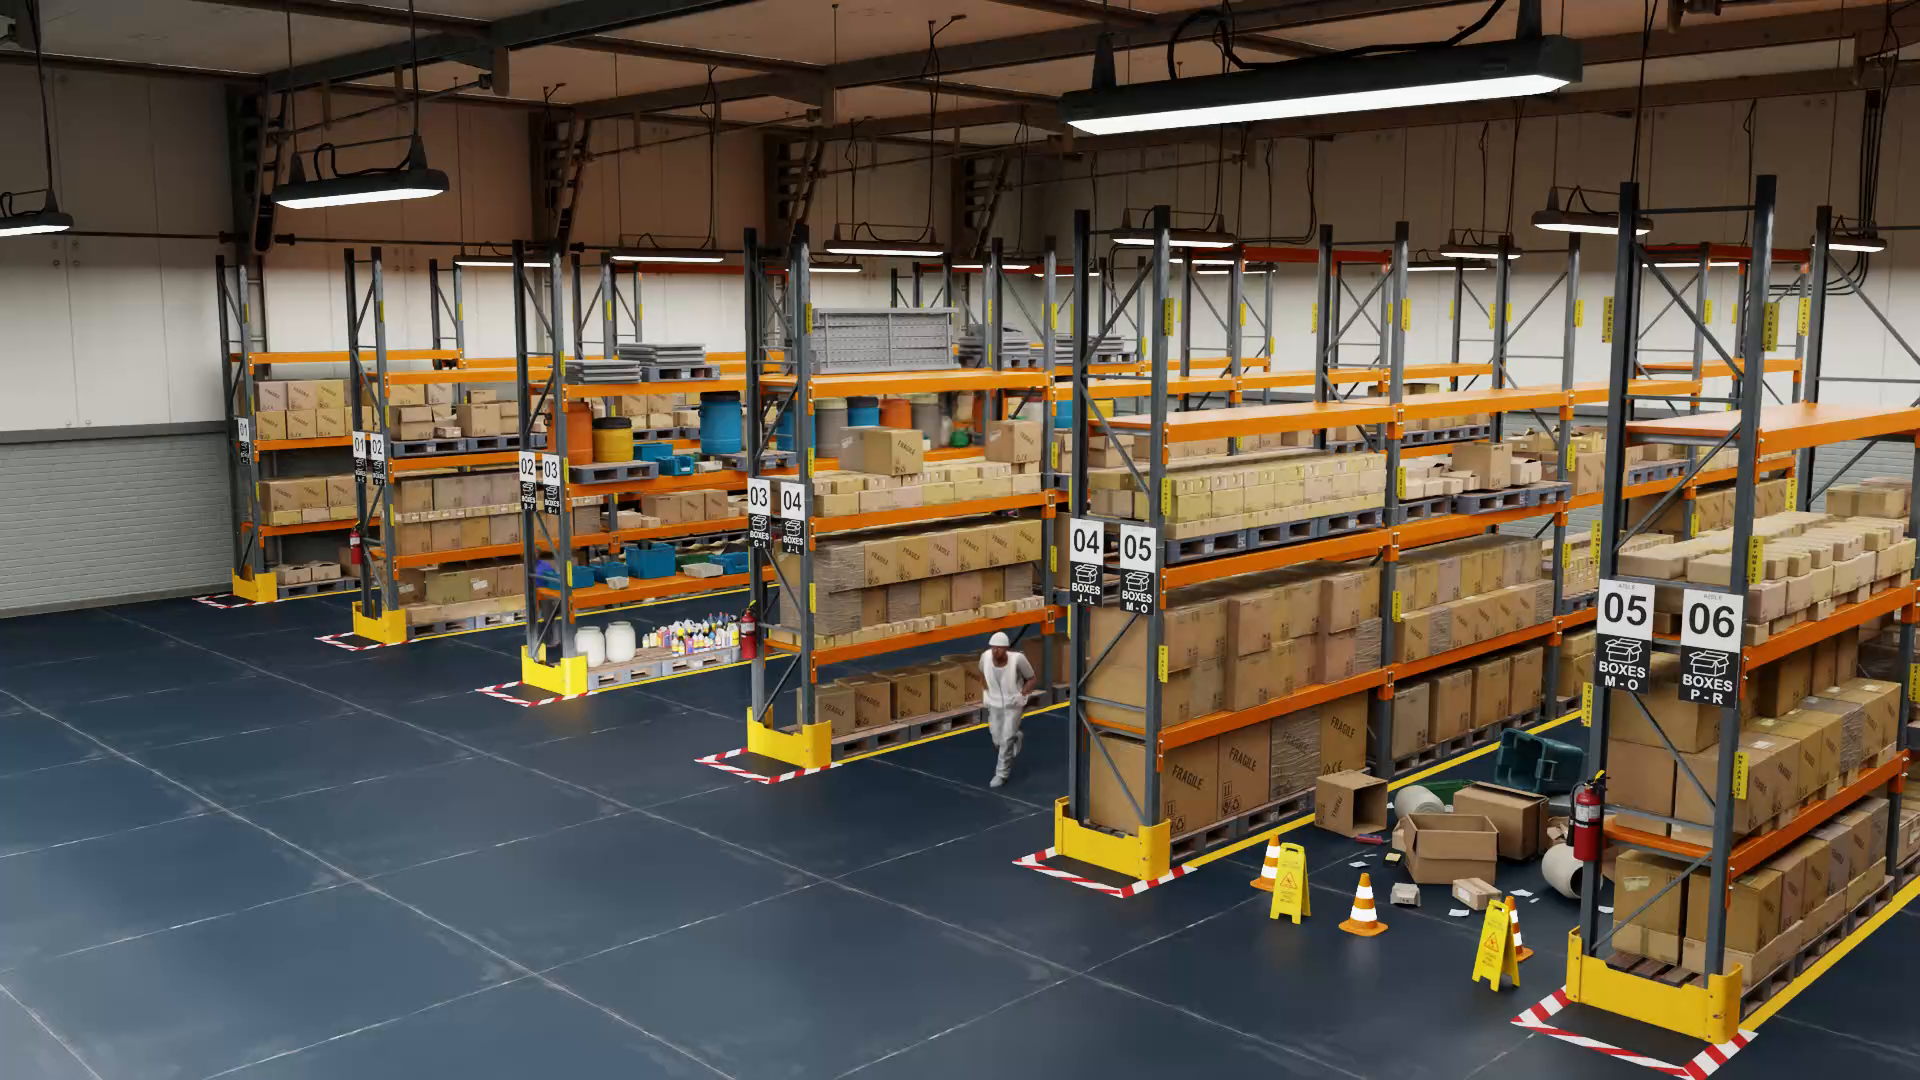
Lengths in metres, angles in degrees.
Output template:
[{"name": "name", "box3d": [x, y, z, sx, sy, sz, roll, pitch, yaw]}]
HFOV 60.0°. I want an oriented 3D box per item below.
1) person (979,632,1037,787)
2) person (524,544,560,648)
[{"name": "person", "box3d": [0.530, 1.797, 18.048, 0.680, 1.715, 0.870, 3, 9, 19]}, {"name": "person", "box3d": [-6.224, 0.895, 24.642, 0.506, 1.706, 0.846, 1, 8, 10]}]
